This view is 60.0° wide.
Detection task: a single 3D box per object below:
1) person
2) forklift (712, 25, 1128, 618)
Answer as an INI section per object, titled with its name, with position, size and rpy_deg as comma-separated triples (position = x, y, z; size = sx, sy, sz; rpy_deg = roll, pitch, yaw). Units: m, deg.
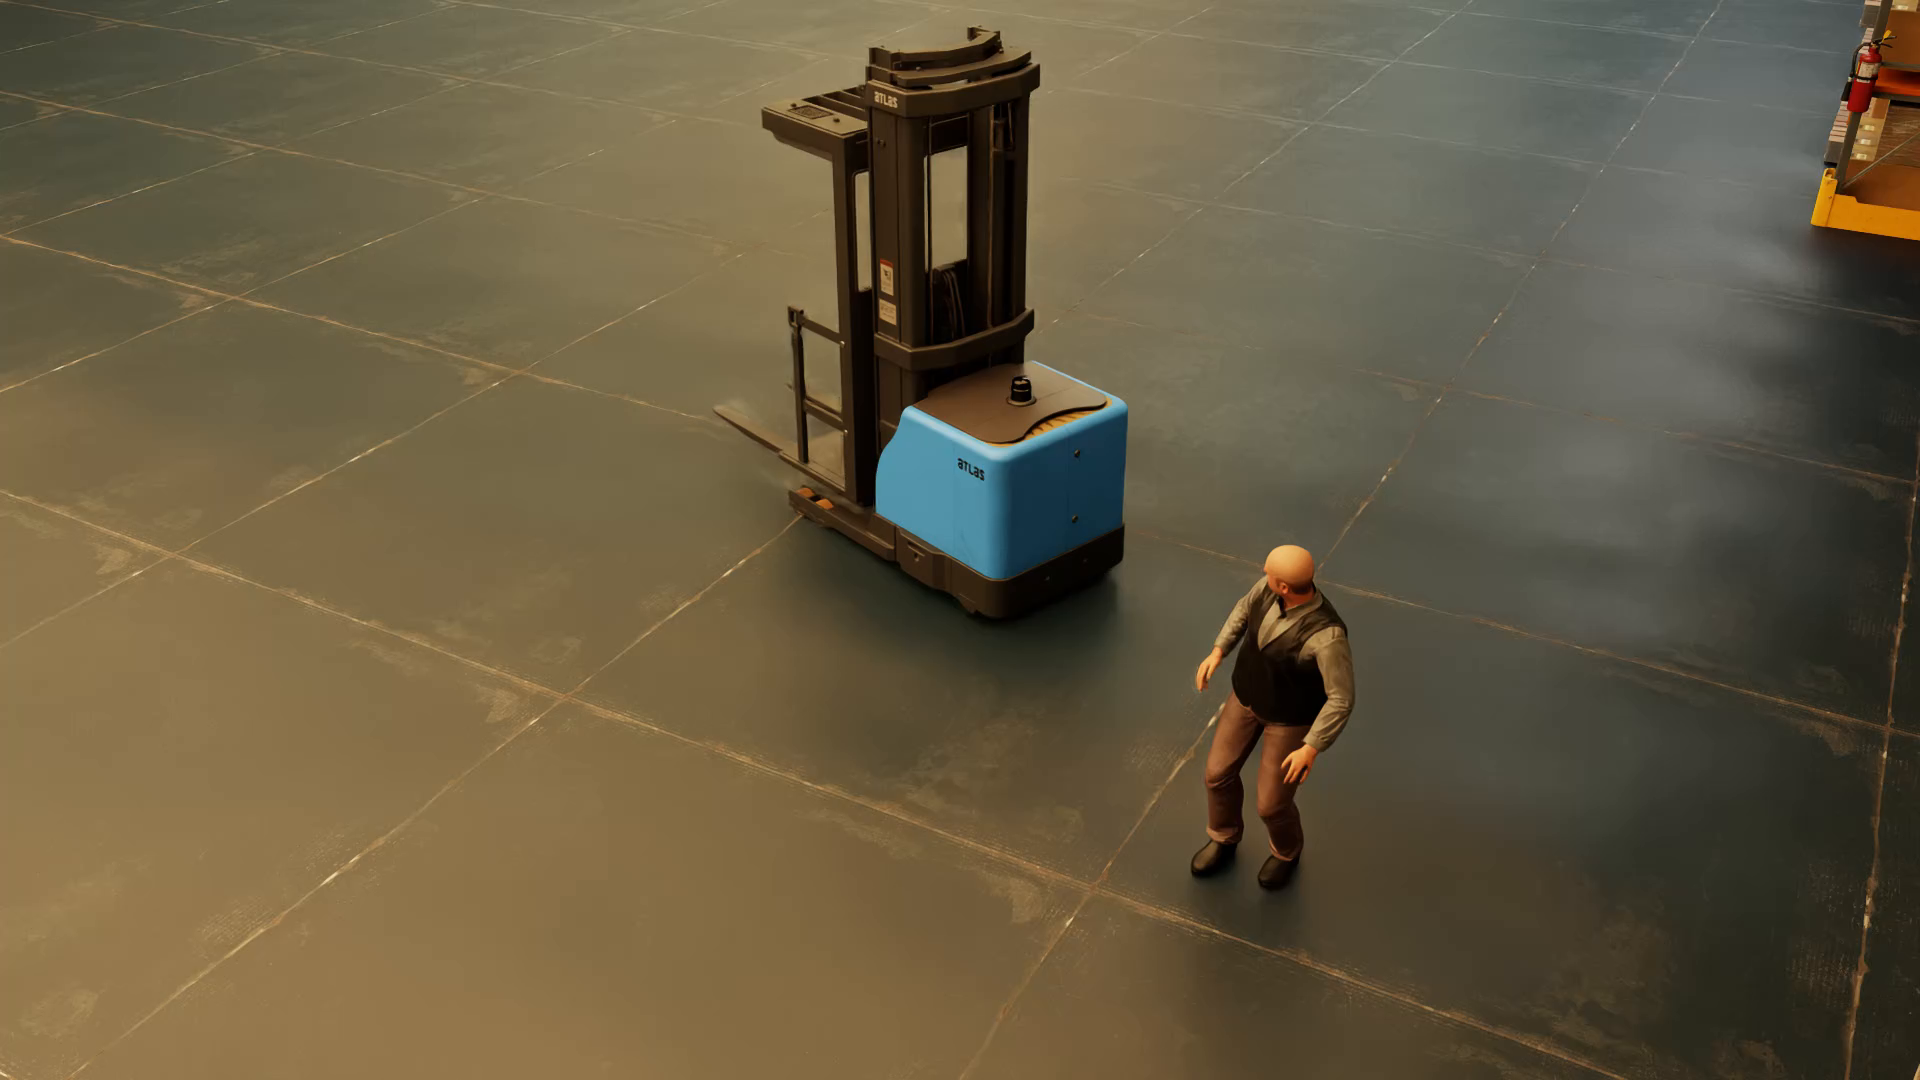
[person]
position = 1.328, 0.750, 7.040
size = 0.519, 1.683, 0.737
rpy_deg = -21, 36, -32
[forklift]
position = -0.403, -1.498, 9.667
size = 1.130, 2.935, 3.031
rpy_deg = -24, 38, -35
